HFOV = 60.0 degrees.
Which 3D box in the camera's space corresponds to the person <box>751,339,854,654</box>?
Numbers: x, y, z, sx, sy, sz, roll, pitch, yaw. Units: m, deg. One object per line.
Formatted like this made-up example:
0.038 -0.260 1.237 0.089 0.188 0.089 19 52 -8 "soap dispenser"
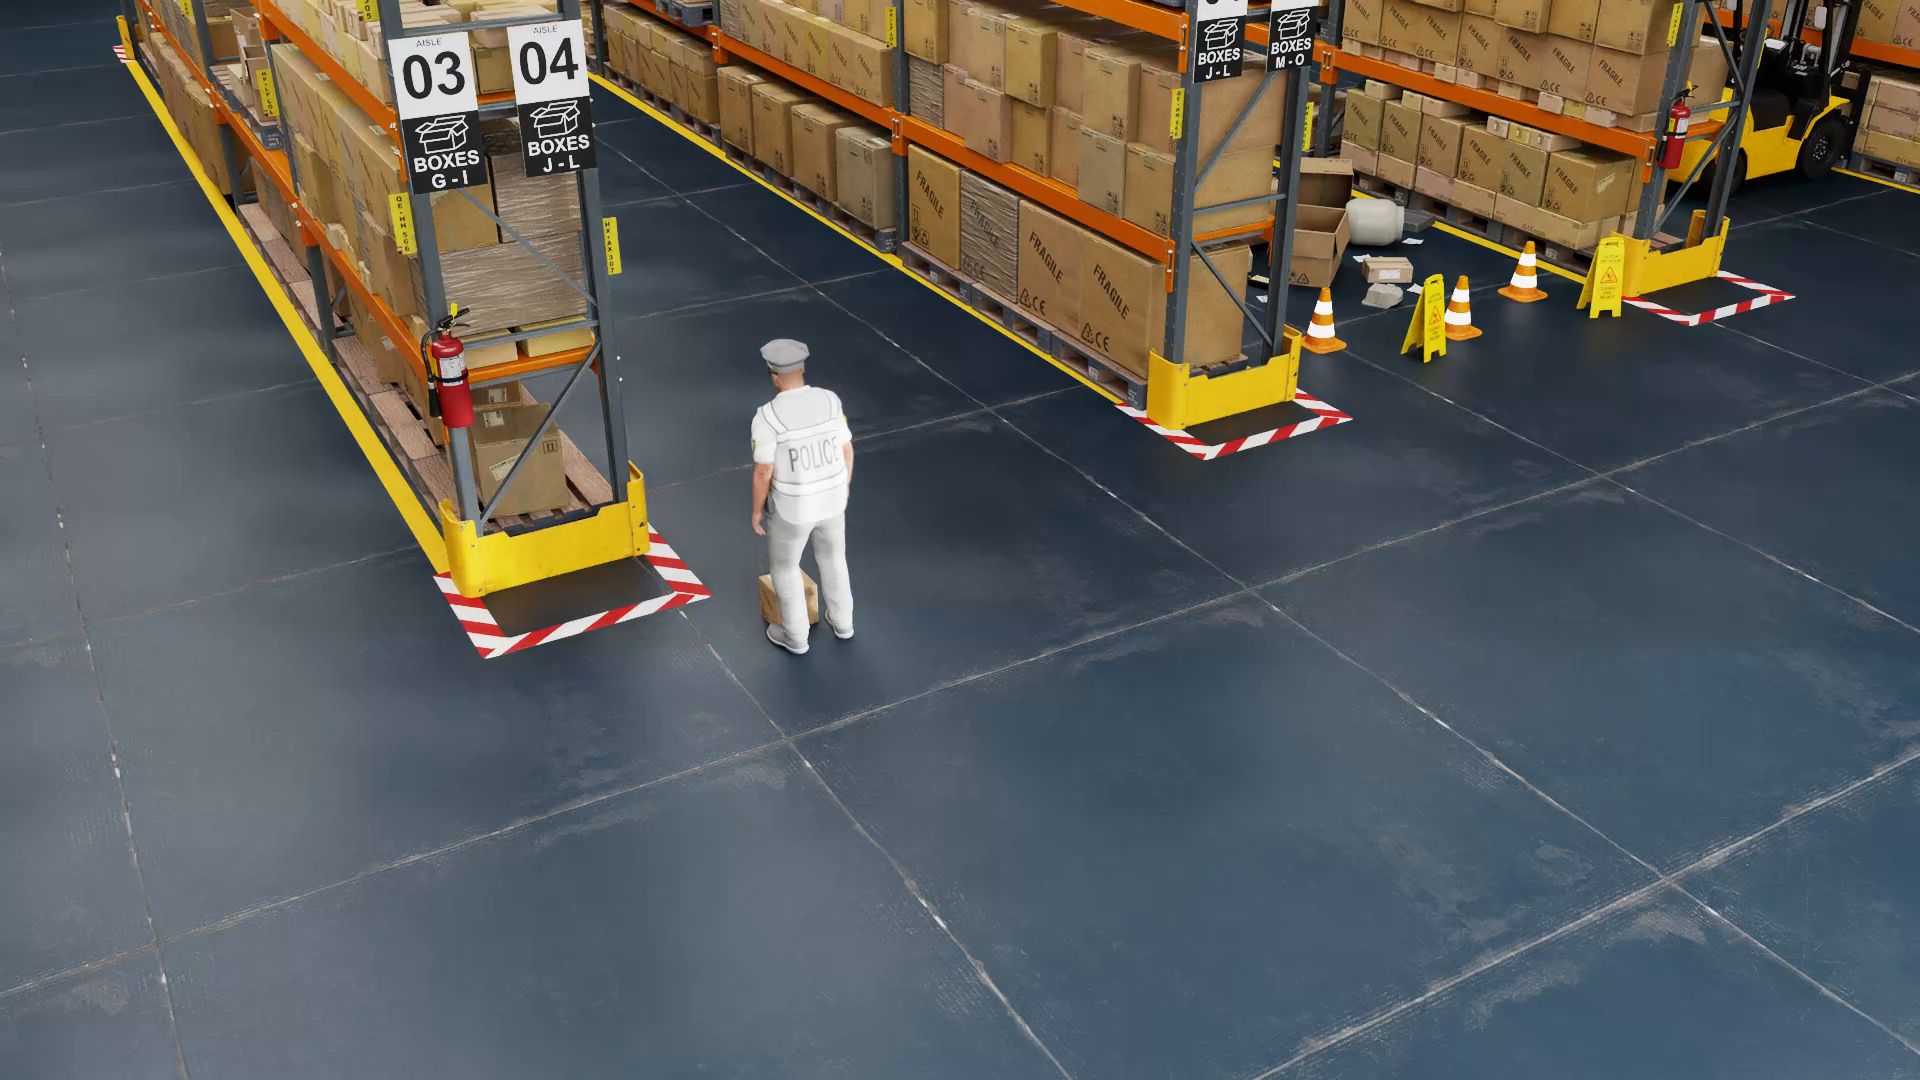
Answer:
-0.836 -0.206 8.931 0.590 1.748 0.435 -16 33 -27 "person"
